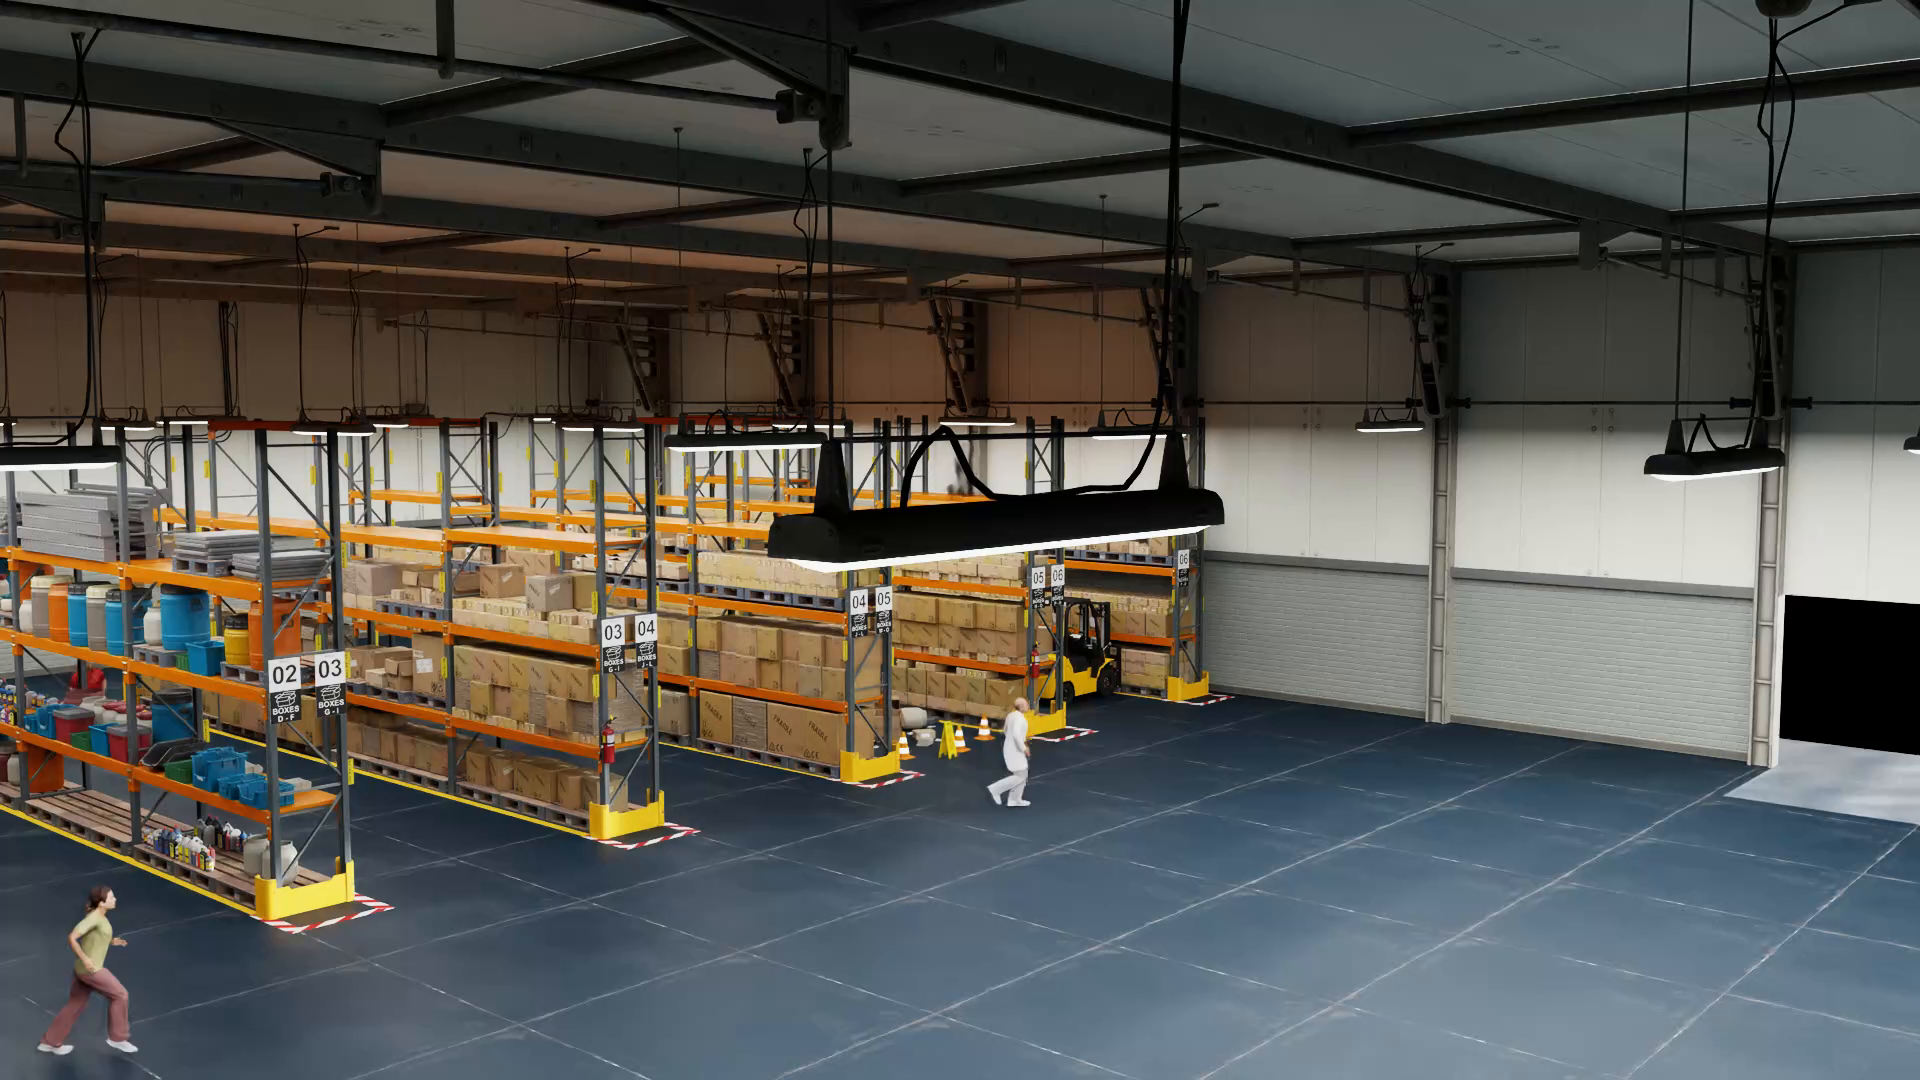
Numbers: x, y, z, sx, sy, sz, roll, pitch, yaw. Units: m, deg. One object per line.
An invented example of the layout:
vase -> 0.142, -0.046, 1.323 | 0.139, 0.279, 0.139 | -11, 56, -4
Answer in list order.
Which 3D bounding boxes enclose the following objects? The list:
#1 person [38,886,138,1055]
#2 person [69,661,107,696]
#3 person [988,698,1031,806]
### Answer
person -> -8.424, 4.181, 16.009 | 0.858, 1.682, 0.588 | -2, 5, -27
person -> -15.933, 2.969, 30.449 | 0.650, 1.694, 0.678 | 4, 6, 41
person -> 0.787, 3.320, 25.951 | 0.746, 1.722, 0.721 | -1, 5, -10
